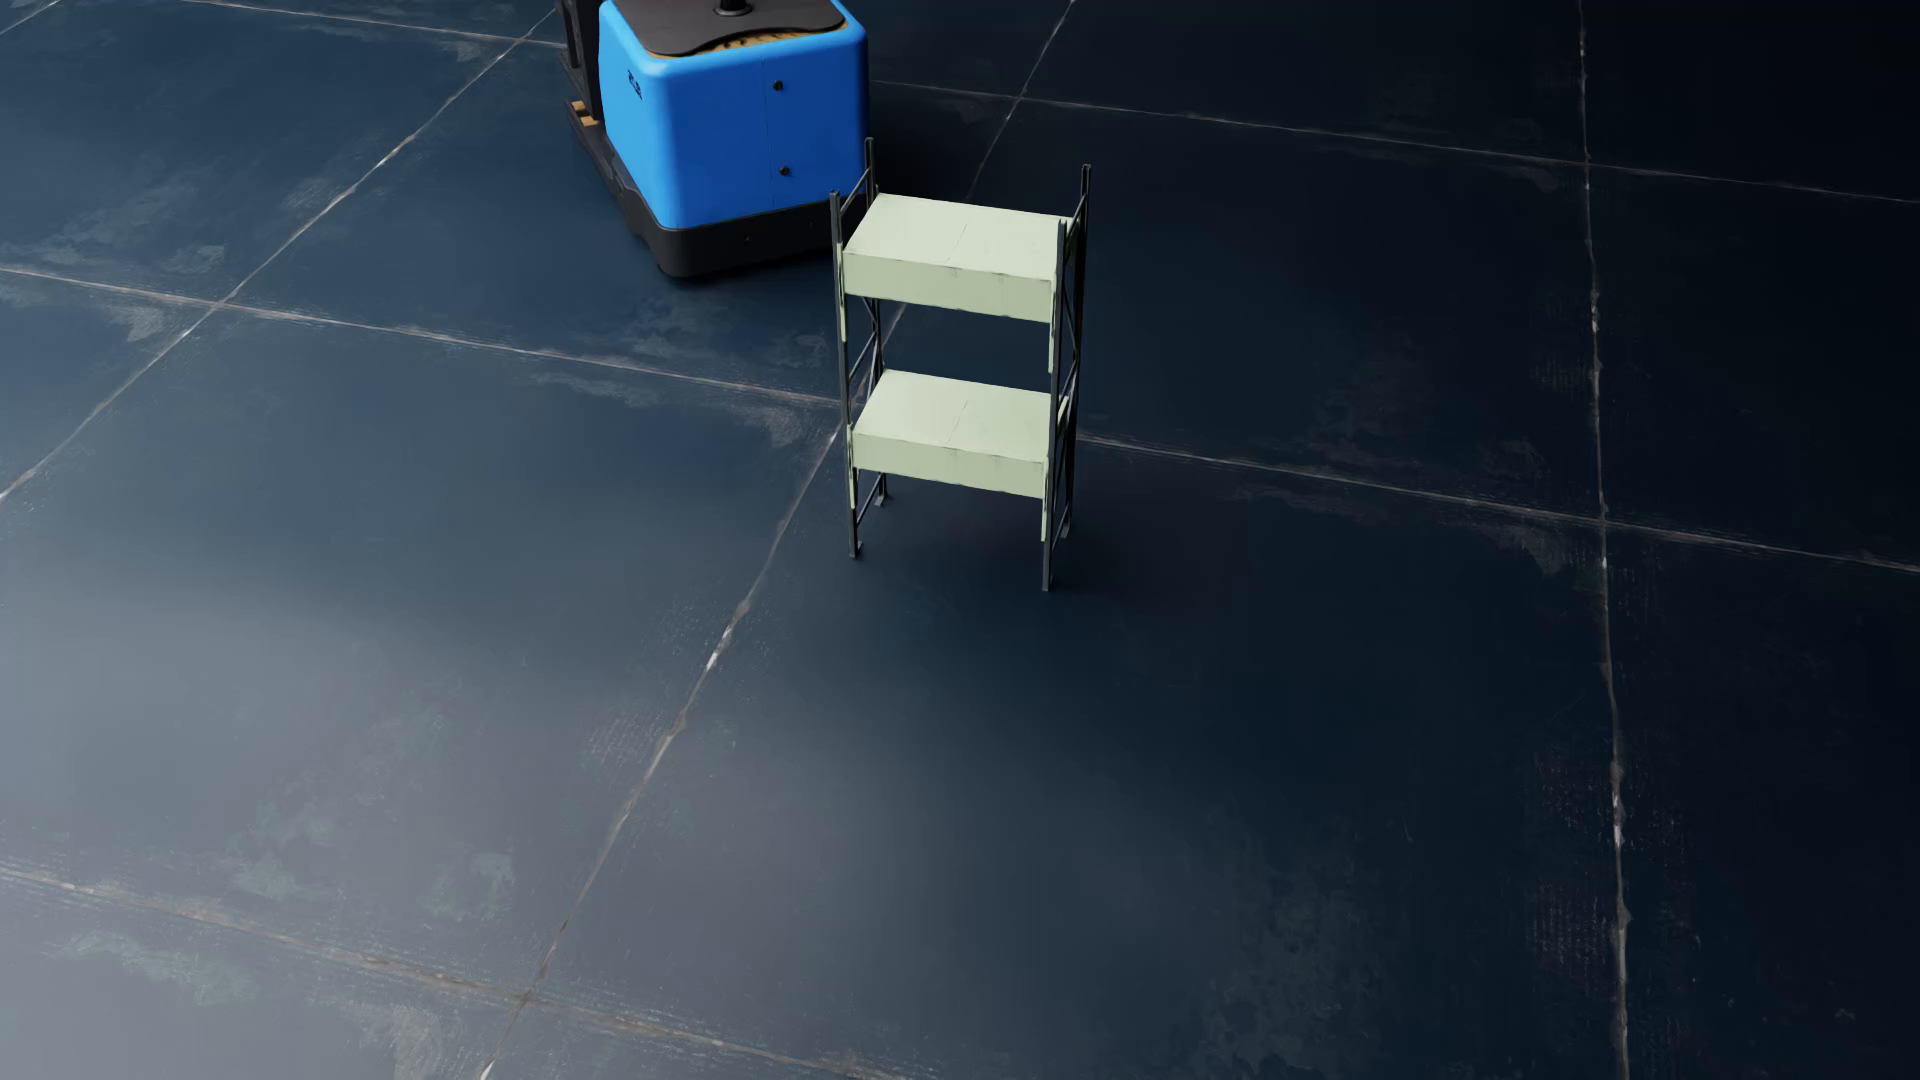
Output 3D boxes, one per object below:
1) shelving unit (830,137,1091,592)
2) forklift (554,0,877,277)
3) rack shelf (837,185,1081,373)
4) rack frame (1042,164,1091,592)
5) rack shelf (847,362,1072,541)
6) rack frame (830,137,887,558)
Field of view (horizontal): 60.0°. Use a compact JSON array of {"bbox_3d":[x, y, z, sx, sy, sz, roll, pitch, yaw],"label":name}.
[{"bbox_3d":[0.006,-0.573,5.766,0.755,1.500,0.431,10,41,11],"label":"shelving unit"},{"bbox_3d":[-1.437,-3.267,7.861,1.130,2.935,3.031,-15,42,-18],"label":"forklift"},{"bbox_3d":[0.006,-0.872,5.515,0.720,0.370,0.431,10,41,11],"label":"rack shelf"},{"bbox_3d":[0.360,-0.512,5.694,0.023,1.500,0.400,10,41,11],"label":"rack frame"},{"bbox_3d":[0.006,-0.324,5.976,0.720,0.370,0.431,10,41,11],"label":"rack shelf"},{"bbox_3d":[-0.347,-0.634,5.839,0.023,1.500,0.400,10,41,11],"label":"rack frame"}]
